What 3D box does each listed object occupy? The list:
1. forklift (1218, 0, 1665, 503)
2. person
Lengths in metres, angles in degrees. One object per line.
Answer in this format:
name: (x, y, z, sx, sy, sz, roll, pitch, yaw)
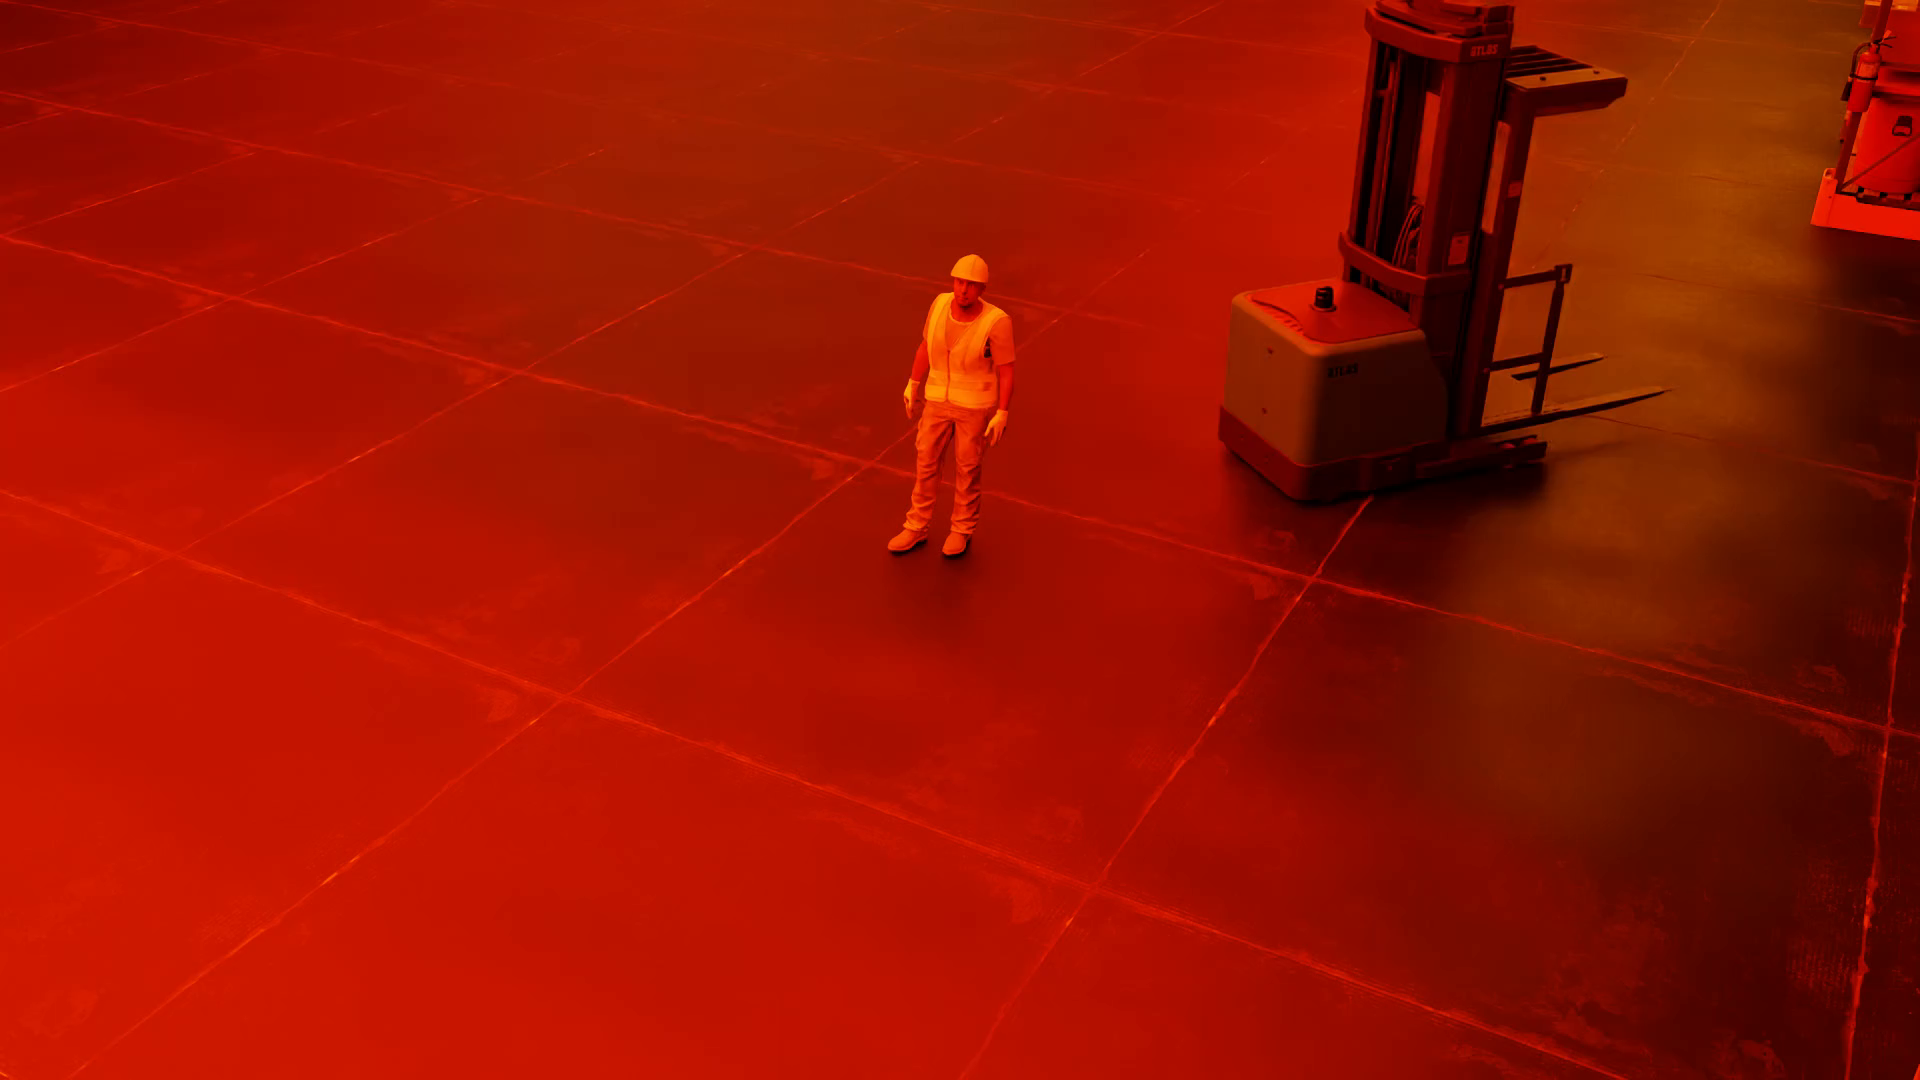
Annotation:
forklift: (3.279, -1.964, 10.473, 3.031, 2.935, 1.130, -12, 32, -19)
person: (-0.043, -0.750, 9.503, 0.656, 1.782, 0.577, 15, 33, 25)
